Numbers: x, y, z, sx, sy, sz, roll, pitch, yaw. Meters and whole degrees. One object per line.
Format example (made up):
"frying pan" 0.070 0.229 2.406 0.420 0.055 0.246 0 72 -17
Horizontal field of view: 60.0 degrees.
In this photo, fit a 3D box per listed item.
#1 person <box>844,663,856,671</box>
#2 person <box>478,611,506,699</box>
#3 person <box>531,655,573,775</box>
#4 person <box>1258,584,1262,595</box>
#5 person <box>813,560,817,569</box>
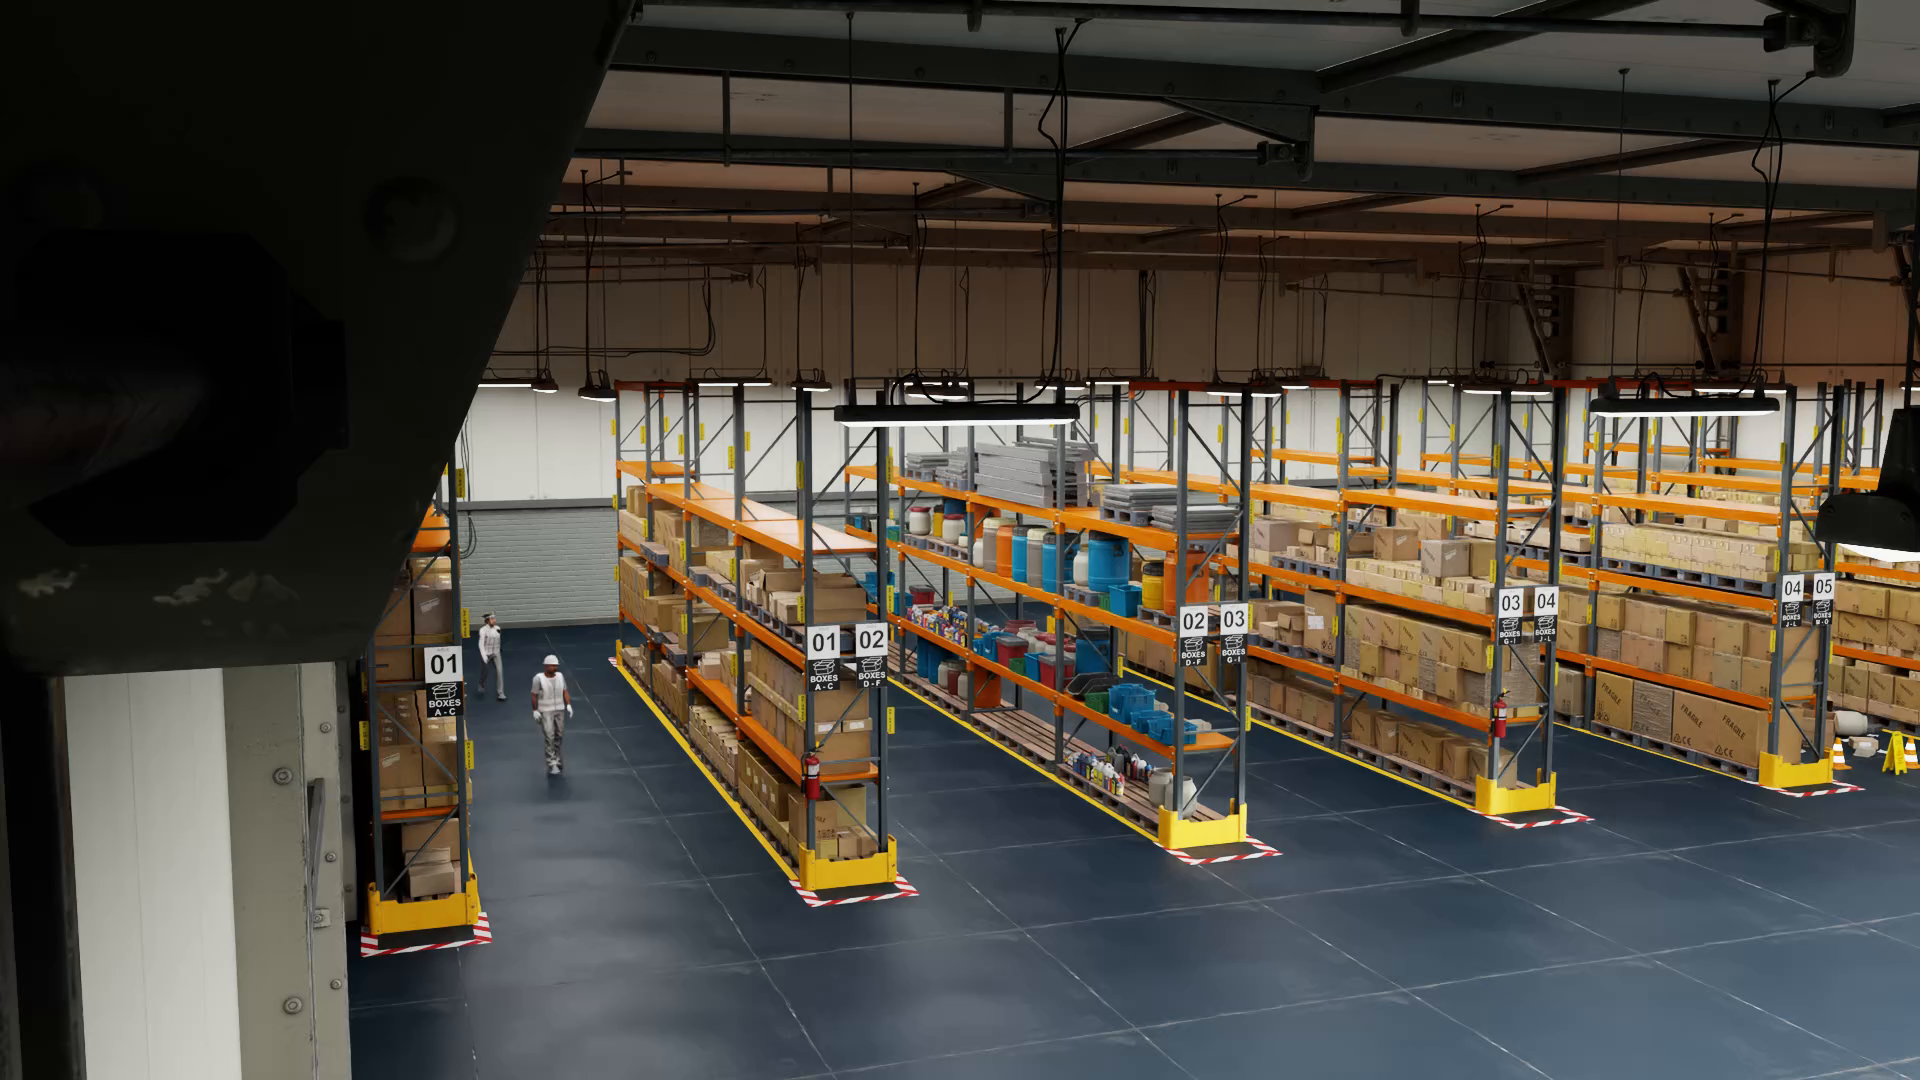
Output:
"person" -1.810 2.540 27.742 0.600 1.750 0.772 -5 8 -42
"person" -8.931 2.158 31.587 0.469 1.635 1.002 -4 7 -31
"person" -6.321 2.716 26.019 0.572 1.788 0.712 -5 8 -41
"person" 7.947 0.952 43.006 0.454 1.646 0.769 5 8 38
"person" -3.577 1.312 39.415 1.143 1.731 0.505 0 6 -1
